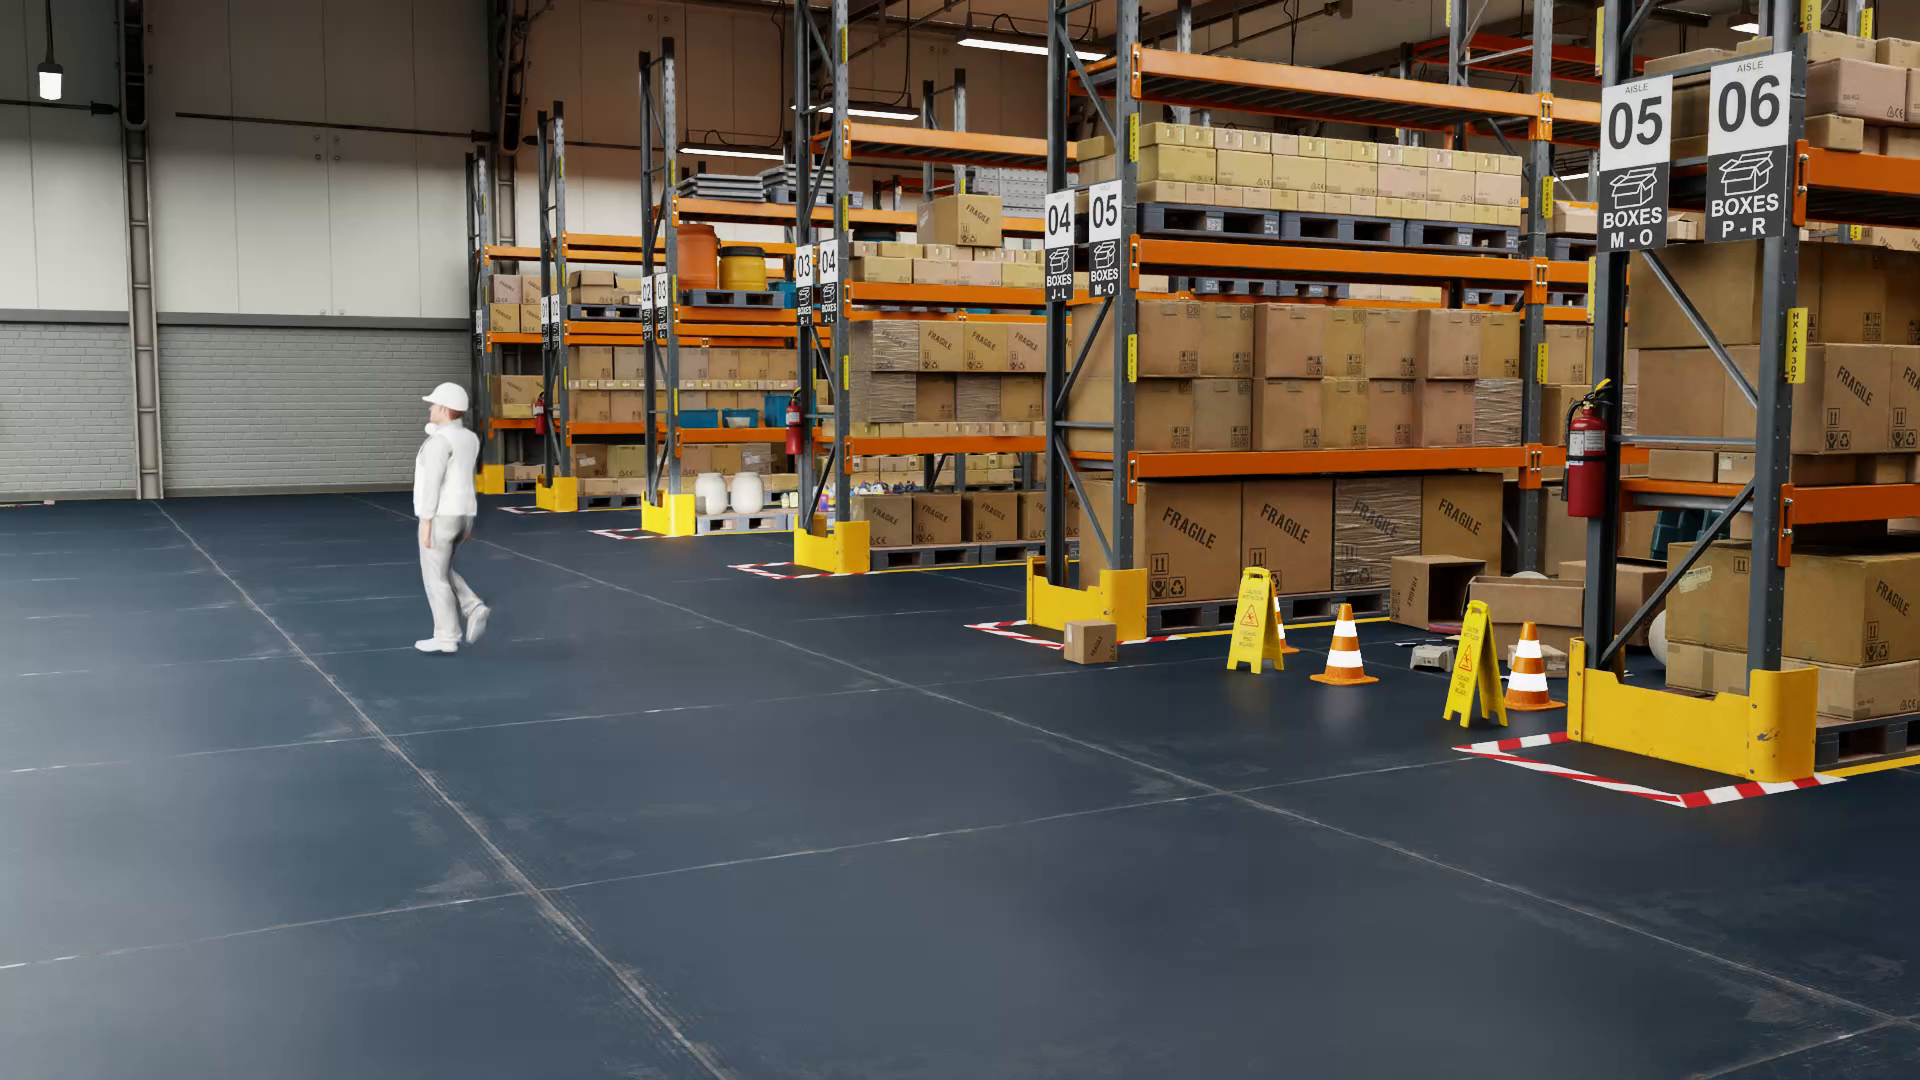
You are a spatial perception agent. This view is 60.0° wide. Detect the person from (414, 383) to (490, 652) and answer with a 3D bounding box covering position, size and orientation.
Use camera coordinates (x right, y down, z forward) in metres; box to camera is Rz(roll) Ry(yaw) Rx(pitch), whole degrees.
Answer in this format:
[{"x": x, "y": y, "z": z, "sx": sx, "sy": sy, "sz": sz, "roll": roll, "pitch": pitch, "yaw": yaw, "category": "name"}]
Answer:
[{"x": -3.398, "y": -0.150, "z": 10.989, "sx": 0.498, "sy": 1.764, "sz": 0.559, "roll": 1, "pitch": 5, "yaw": 13, "category": "person"}]
